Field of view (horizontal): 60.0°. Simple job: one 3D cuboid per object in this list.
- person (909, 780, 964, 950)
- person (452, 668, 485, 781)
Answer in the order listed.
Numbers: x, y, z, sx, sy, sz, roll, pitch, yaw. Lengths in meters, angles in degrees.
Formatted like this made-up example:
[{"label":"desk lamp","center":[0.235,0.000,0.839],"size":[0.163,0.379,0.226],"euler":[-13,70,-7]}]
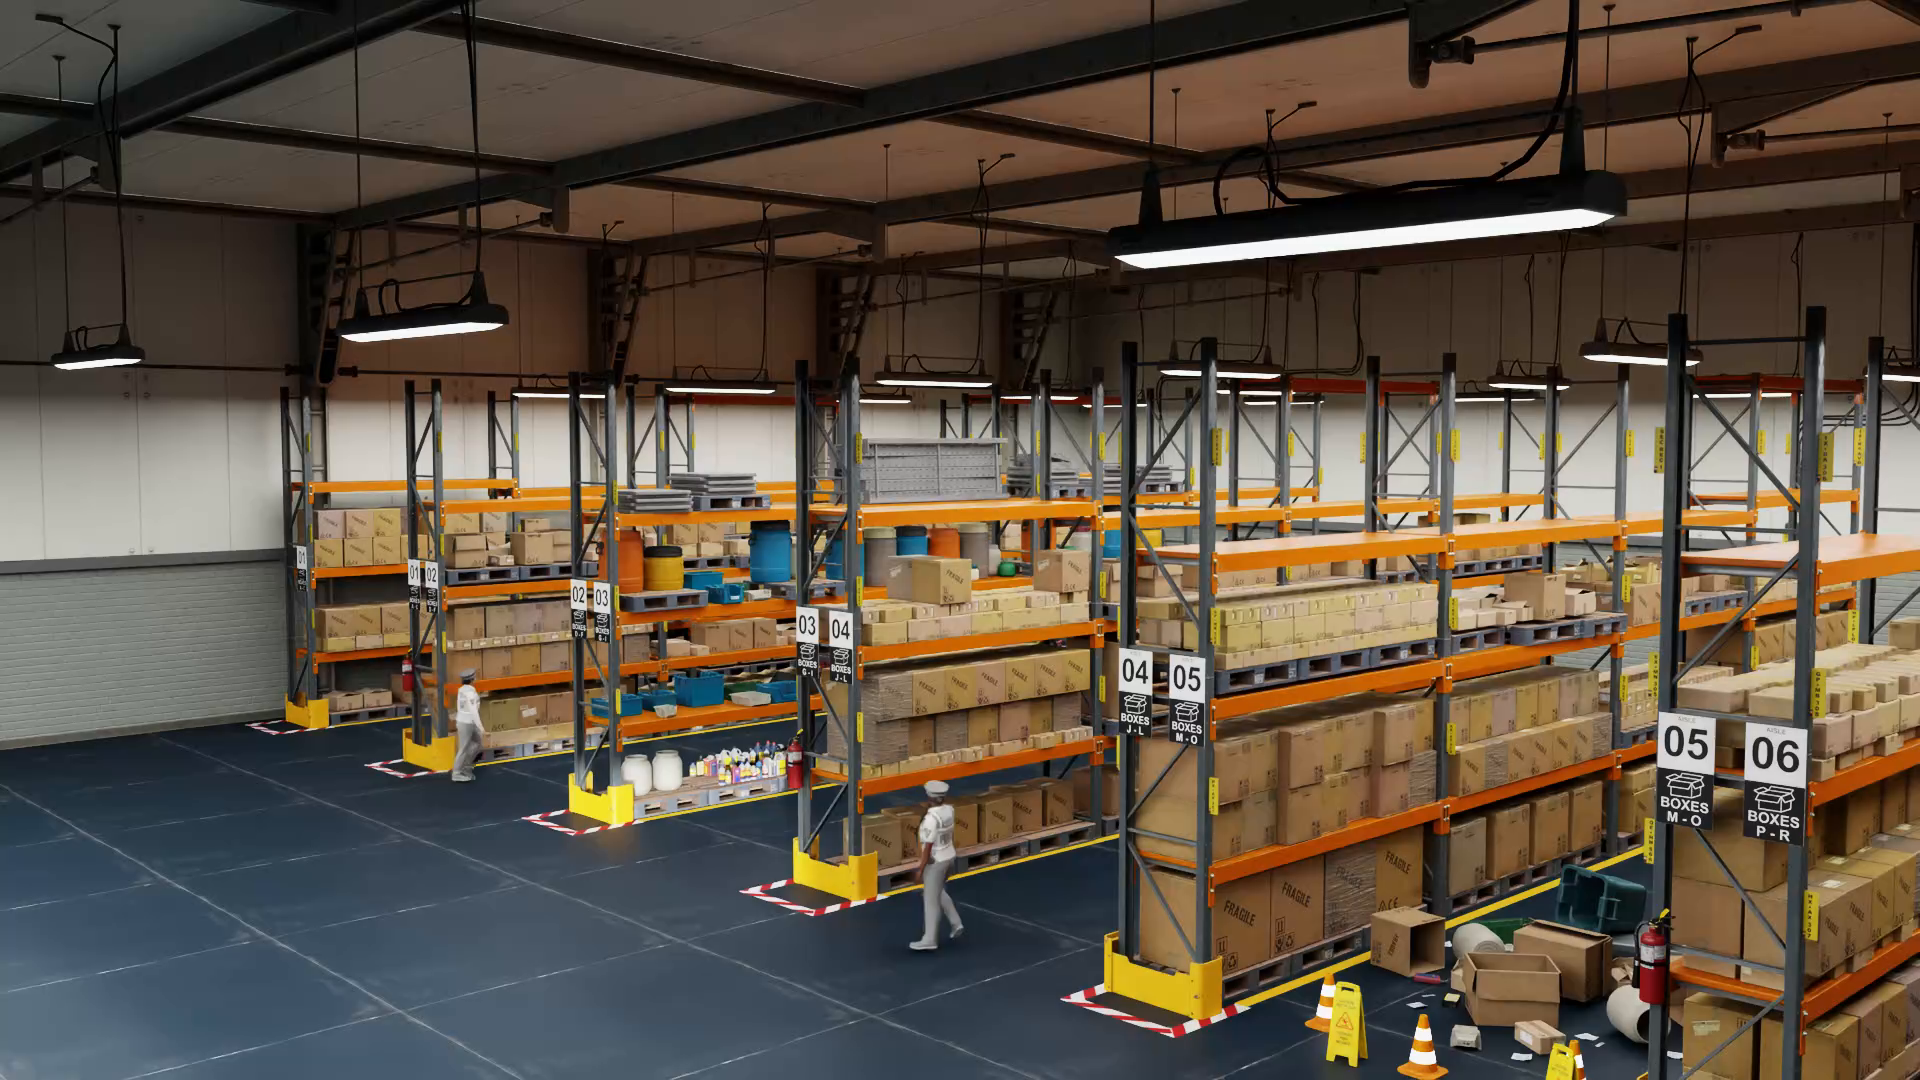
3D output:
[{"label":"person","center":[-0.224,3.250,16.739],"size":[0.478,1.677,0.554],"euler":[1,4,19]},{"label":"person","center":[-7.323,2.757,24.726],"size":[0.484,1.713,0.496],"euler":[-1,4,-17]}]
